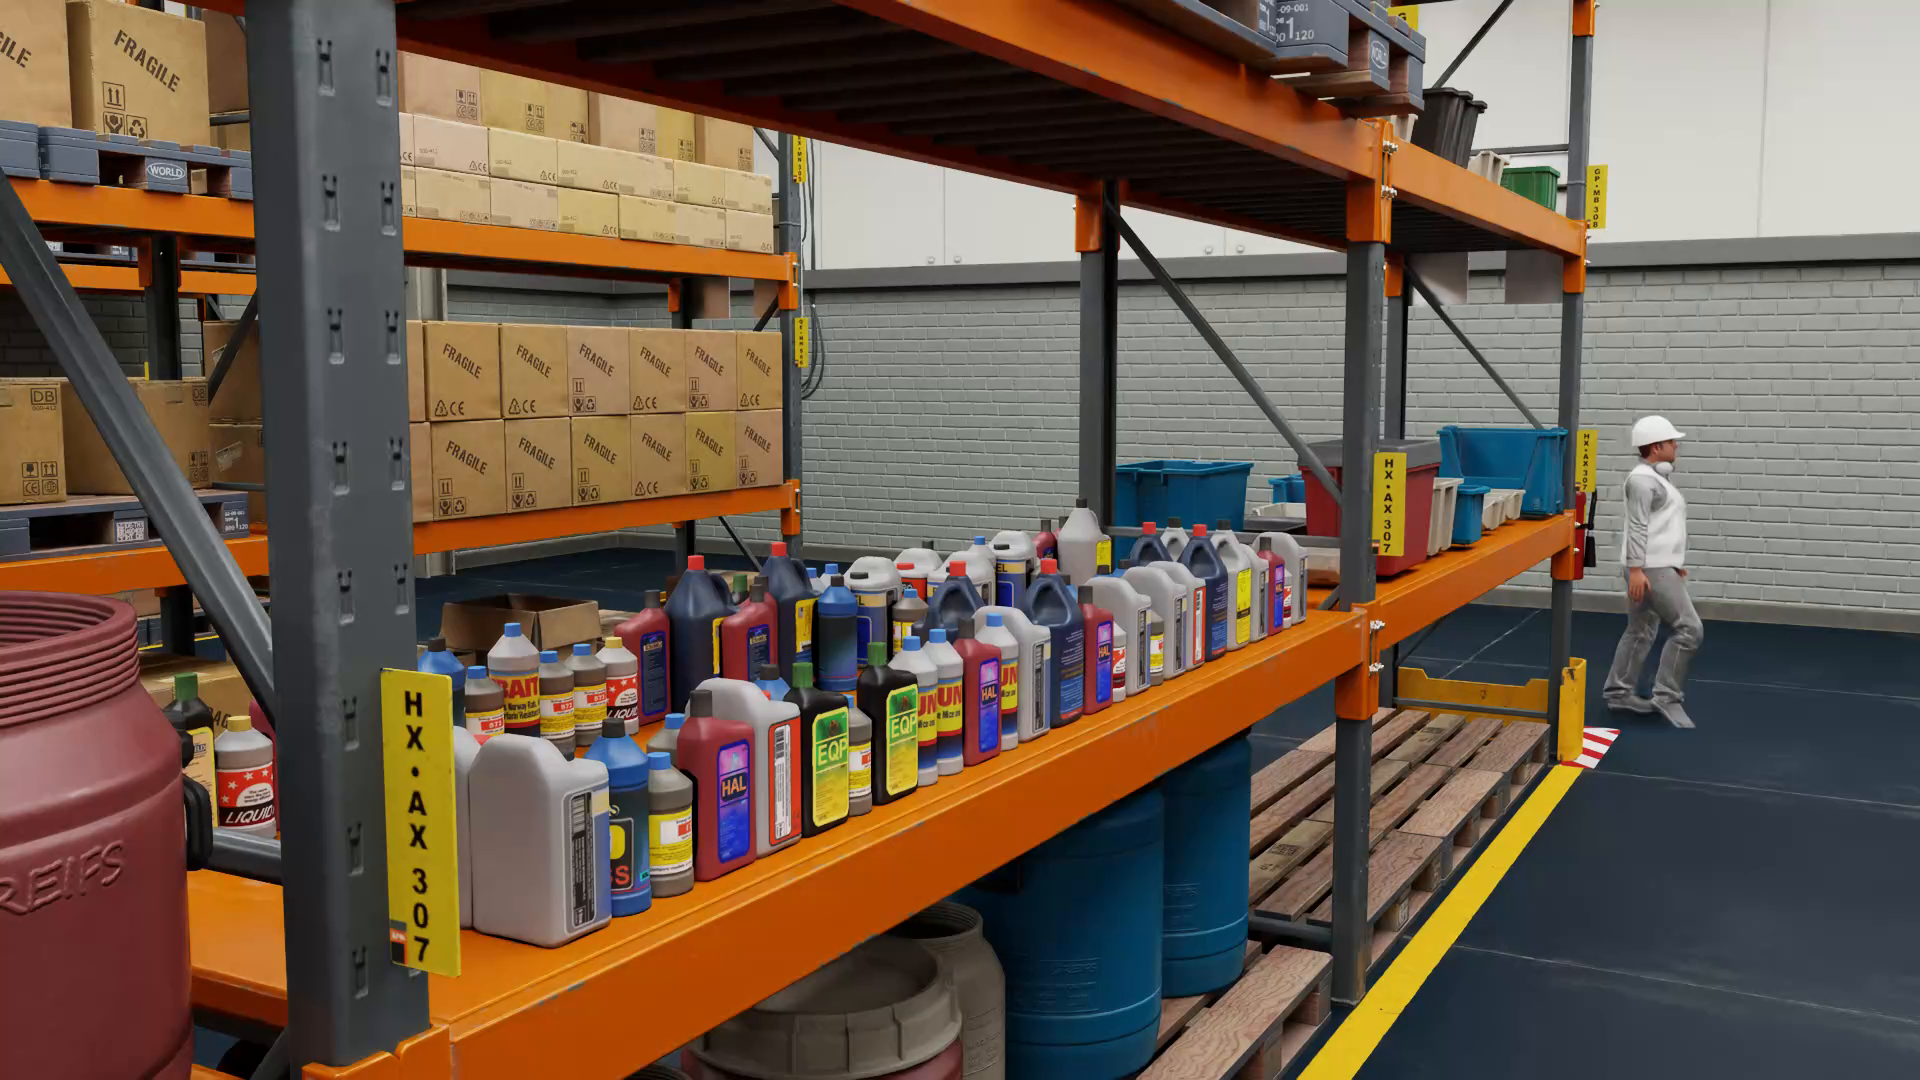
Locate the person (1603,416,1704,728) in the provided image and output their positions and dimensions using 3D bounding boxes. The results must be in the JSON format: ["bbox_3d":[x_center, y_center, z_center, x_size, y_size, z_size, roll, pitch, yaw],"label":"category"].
[{"bbox_3d":[4.093,0.188,9.775,0.534,1.831,0.566,3,6,23],"label":"person"}]
